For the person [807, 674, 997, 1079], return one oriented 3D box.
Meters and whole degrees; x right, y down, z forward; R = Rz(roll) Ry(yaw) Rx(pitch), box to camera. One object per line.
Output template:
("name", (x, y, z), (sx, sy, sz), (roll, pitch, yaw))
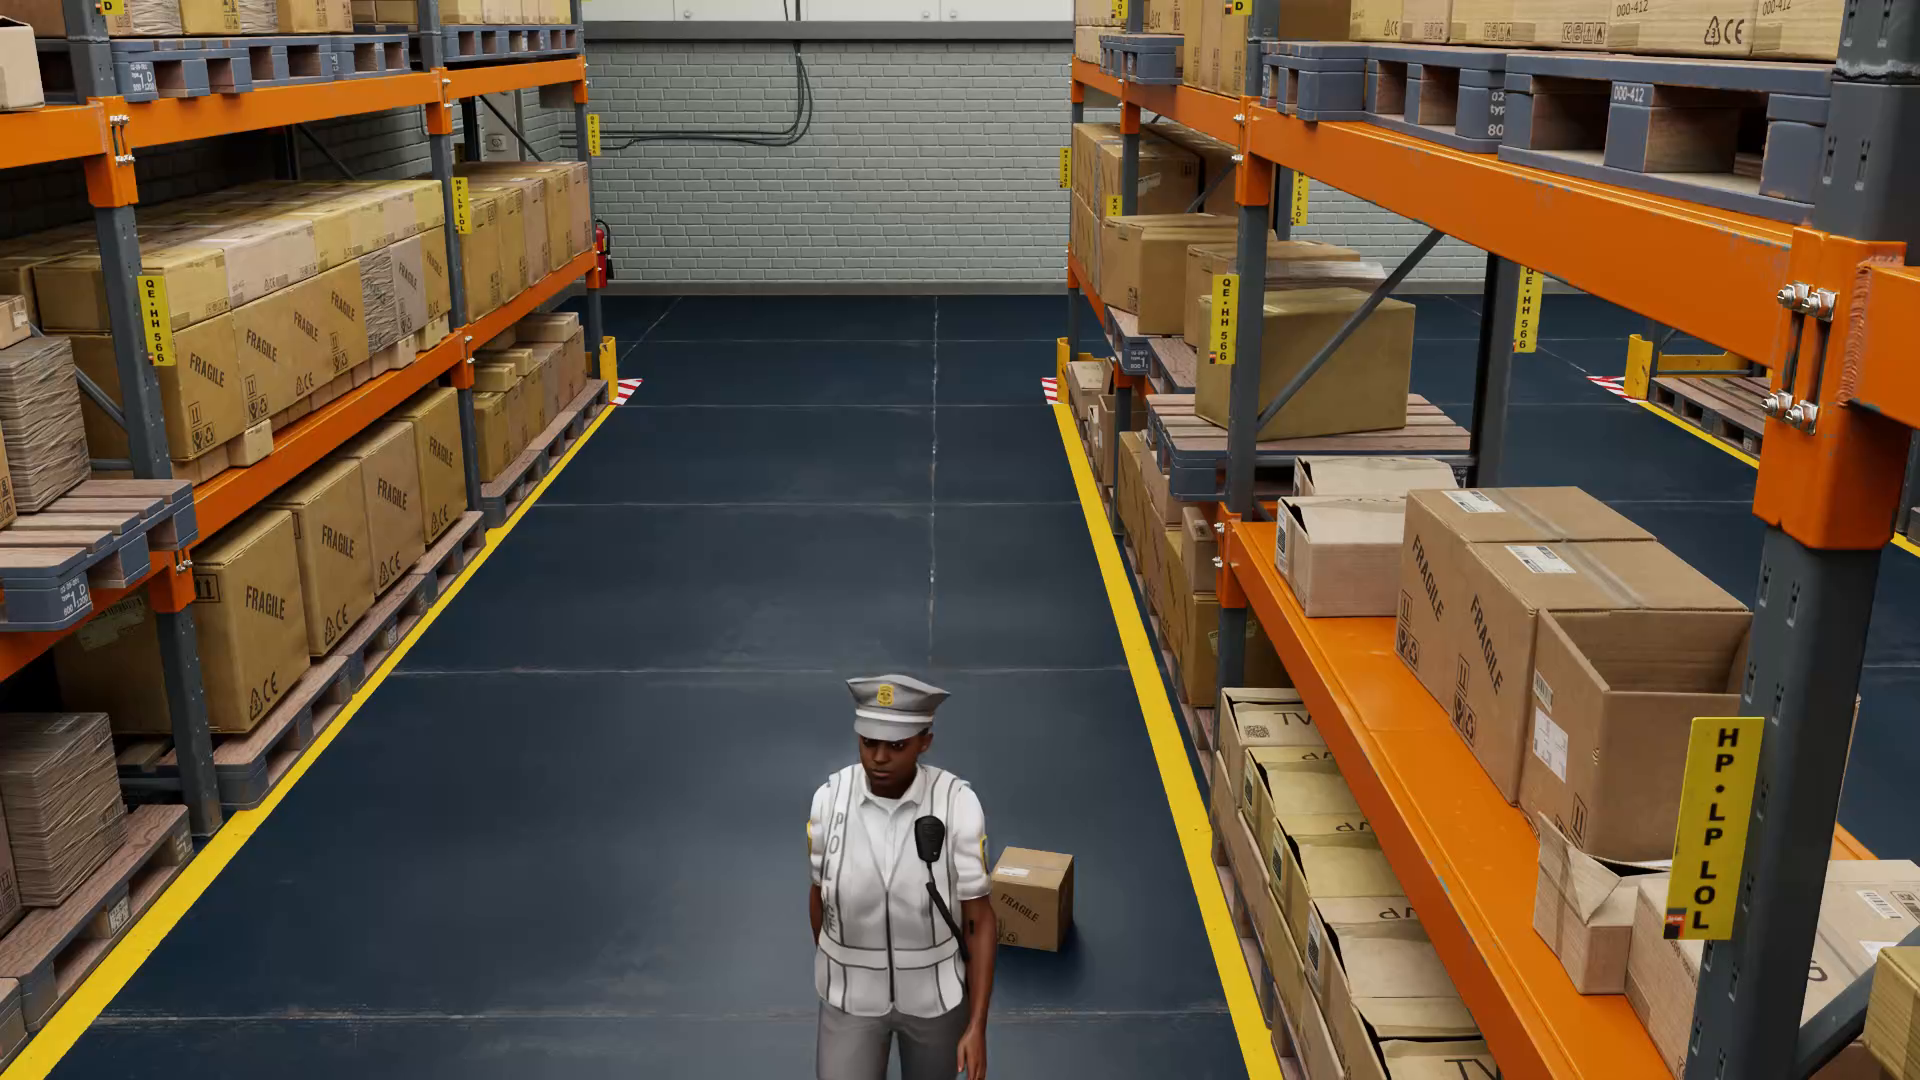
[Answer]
("person", (-0.143, 1.106, 3.913), (0.457, 1.634, 0.960), (0, 17, 2))
